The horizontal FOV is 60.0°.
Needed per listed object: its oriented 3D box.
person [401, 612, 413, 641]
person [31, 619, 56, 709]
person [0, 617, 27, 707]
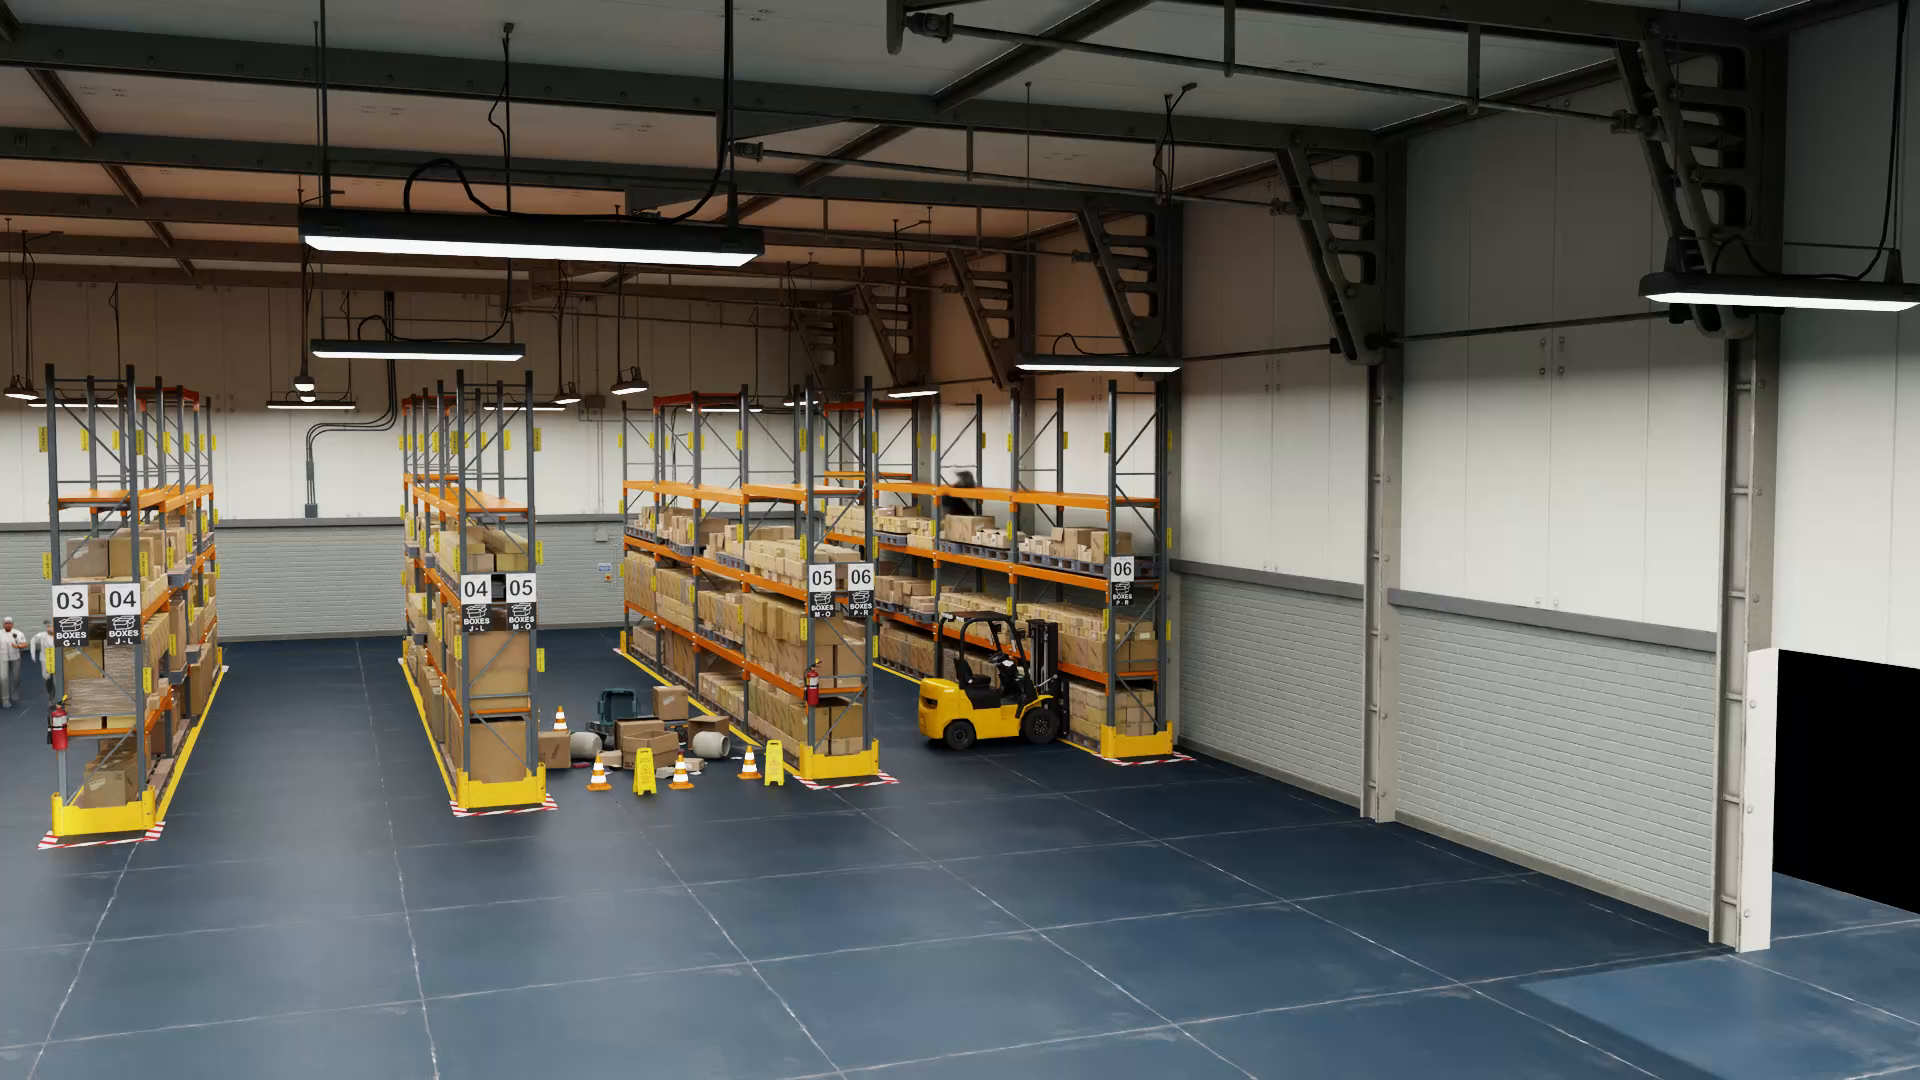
[{"bbox_3d":[-12.756,1.949,38.875,0.593,1.599,0.638,-1,3,-16],"label":"person"},{"bbox_3d":[-17.200,2.325,31.442,0.637,1.699,0.792,-2,4,-29],"label":"person"},{"bbox_3d":[-18.133,2.298,31.712,0.602,1.661,0.906,-2,4,-32],"label":"person"}]
